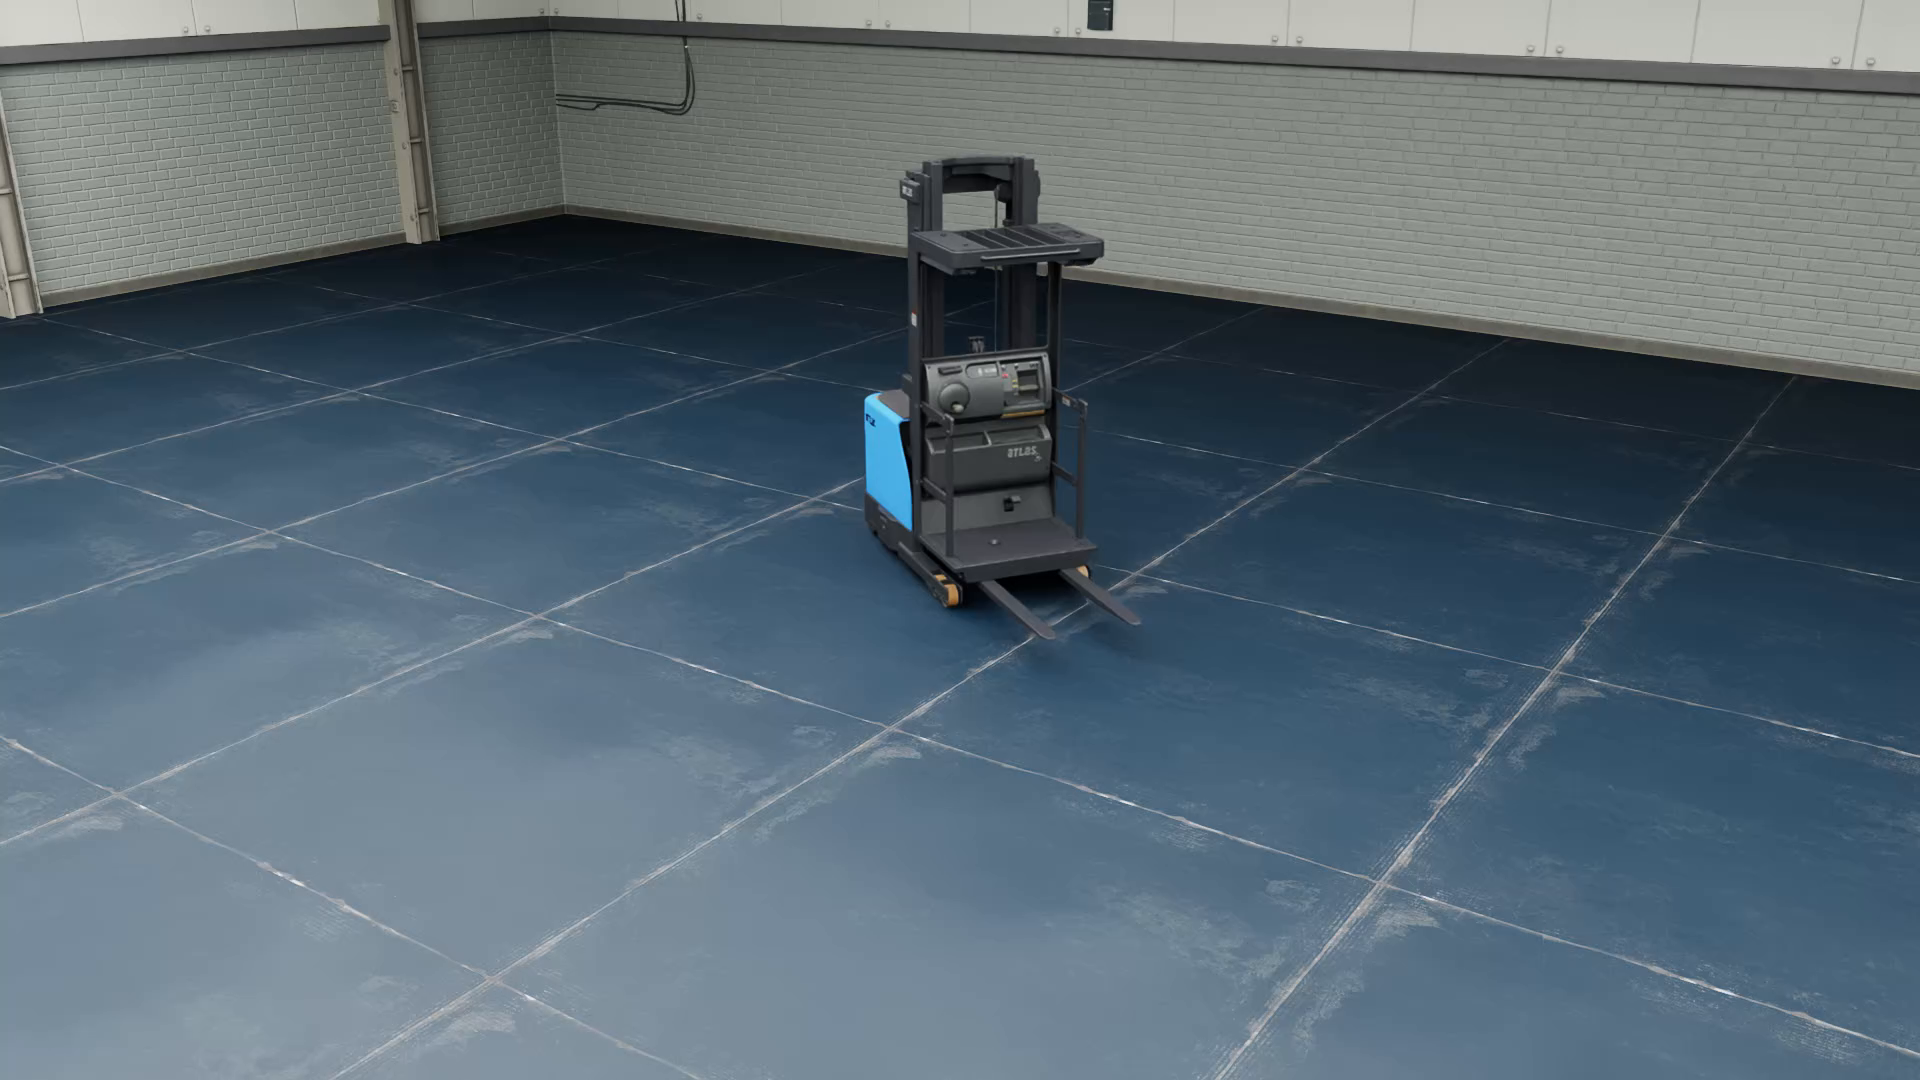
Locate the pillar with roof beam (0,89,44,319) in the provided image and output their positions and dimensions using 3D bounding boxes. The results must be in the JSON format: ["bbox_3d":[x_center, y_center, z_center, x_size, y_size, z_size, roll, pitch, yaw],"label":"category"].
[{"bbox_3d":[-7.834,-6.124,16.349,9.100,9.000,0.400,13,24,32],"label":"pillar with roof beam"}]

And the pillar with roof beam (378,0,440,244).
[{"bbox_3d":[-4.461,-7.845,21.003,9.100,9.000,0.400,13,24,32],"label":"pillar with roof beam"}]

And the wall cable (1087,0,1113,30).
[{"bbox_3d":[2.571,-9.011,19.253,2.305,6.003,0.169,13,24,32],"label":"wall cable"}]

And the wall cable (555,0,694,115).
[{"bbox_3d":[-5.272,-7.816,25.399,3.097,2.526,0.112,13,24,32],"label":"wall cable"}]

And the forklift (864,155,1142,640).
[{"bbox_3d":[0.285,-1.073,11.440,1.130,2.935,3.031,-8,22,-21],"label":"forklift"}]
